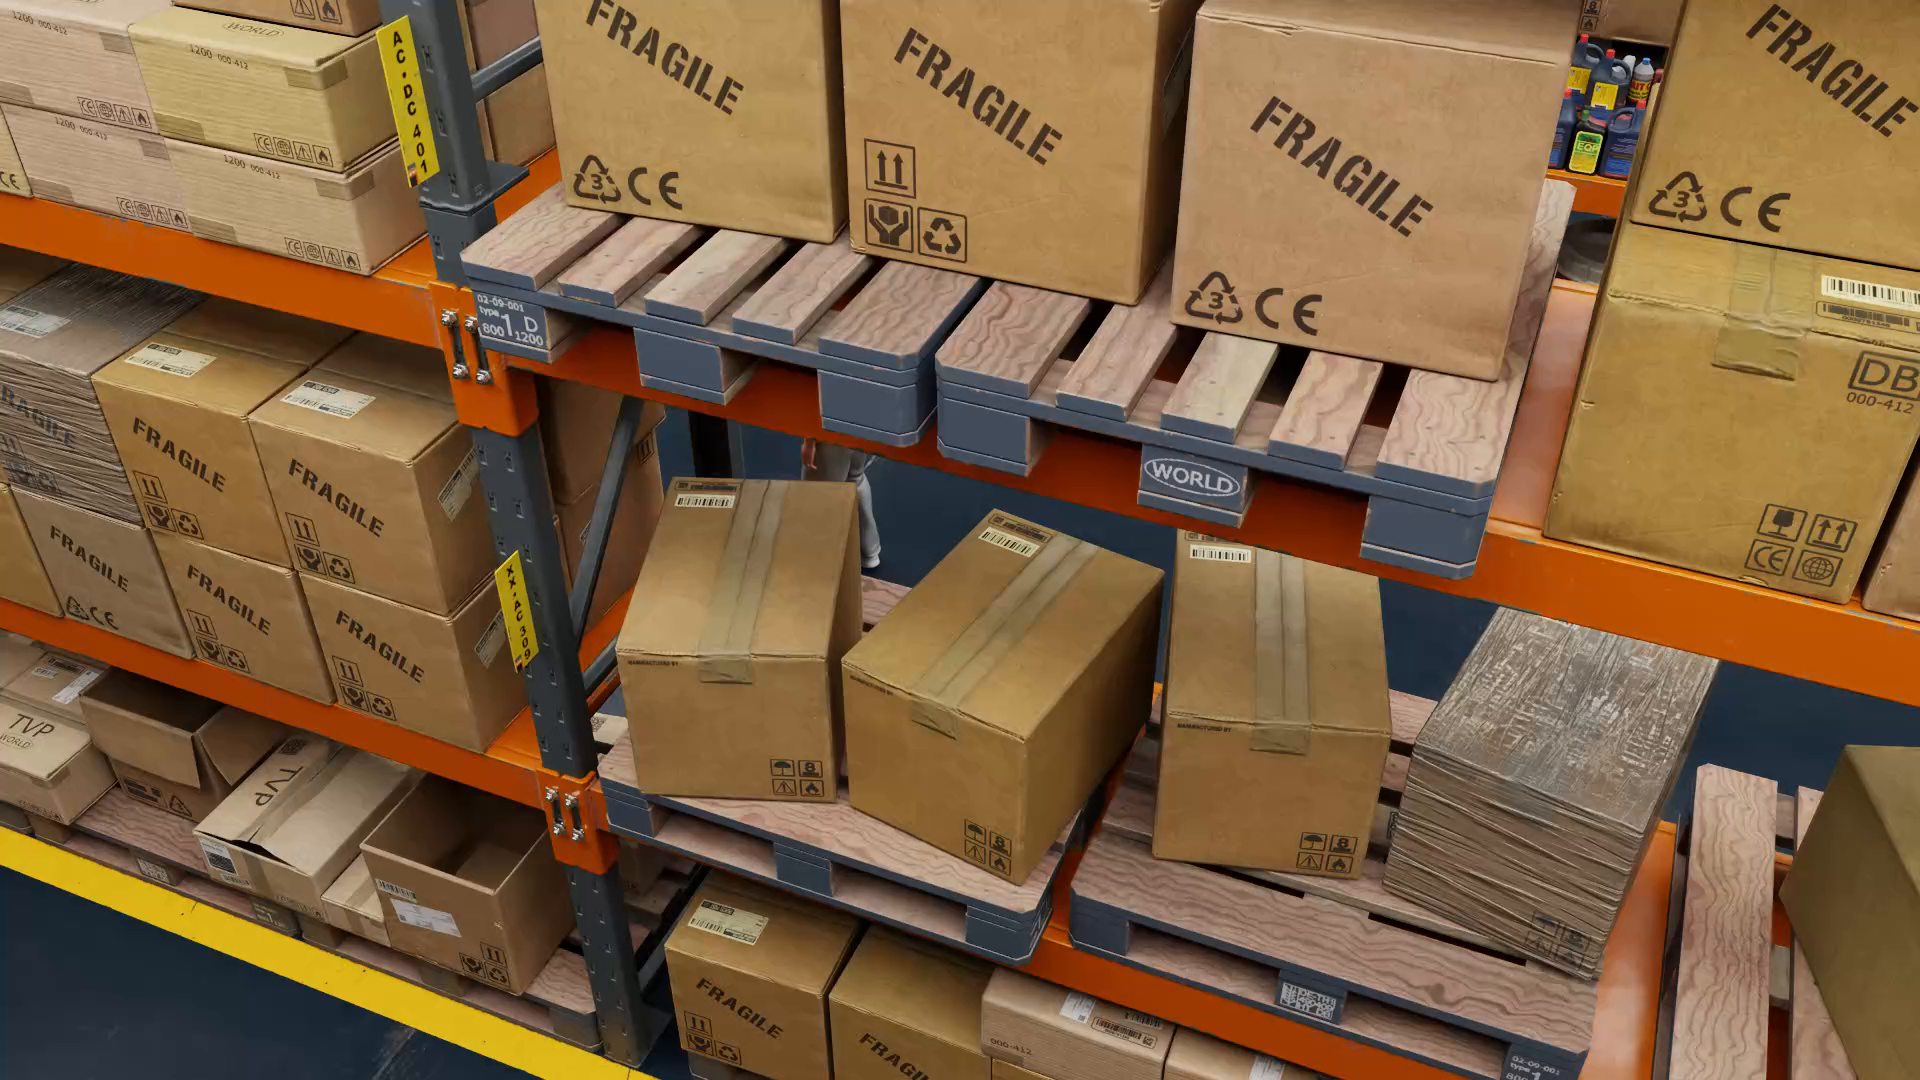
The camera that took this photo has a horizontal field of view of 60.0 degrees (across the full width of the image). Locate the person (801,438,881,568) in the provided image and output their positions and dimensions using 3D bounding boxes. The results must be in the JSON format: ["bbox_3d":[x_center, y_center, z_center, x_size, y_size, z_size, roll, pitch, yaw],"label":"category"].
[{"bbox_3d":[-0.522,-0.493,6.793,0.358,1.671,0.498,12,39,16],"label":"person"}]
